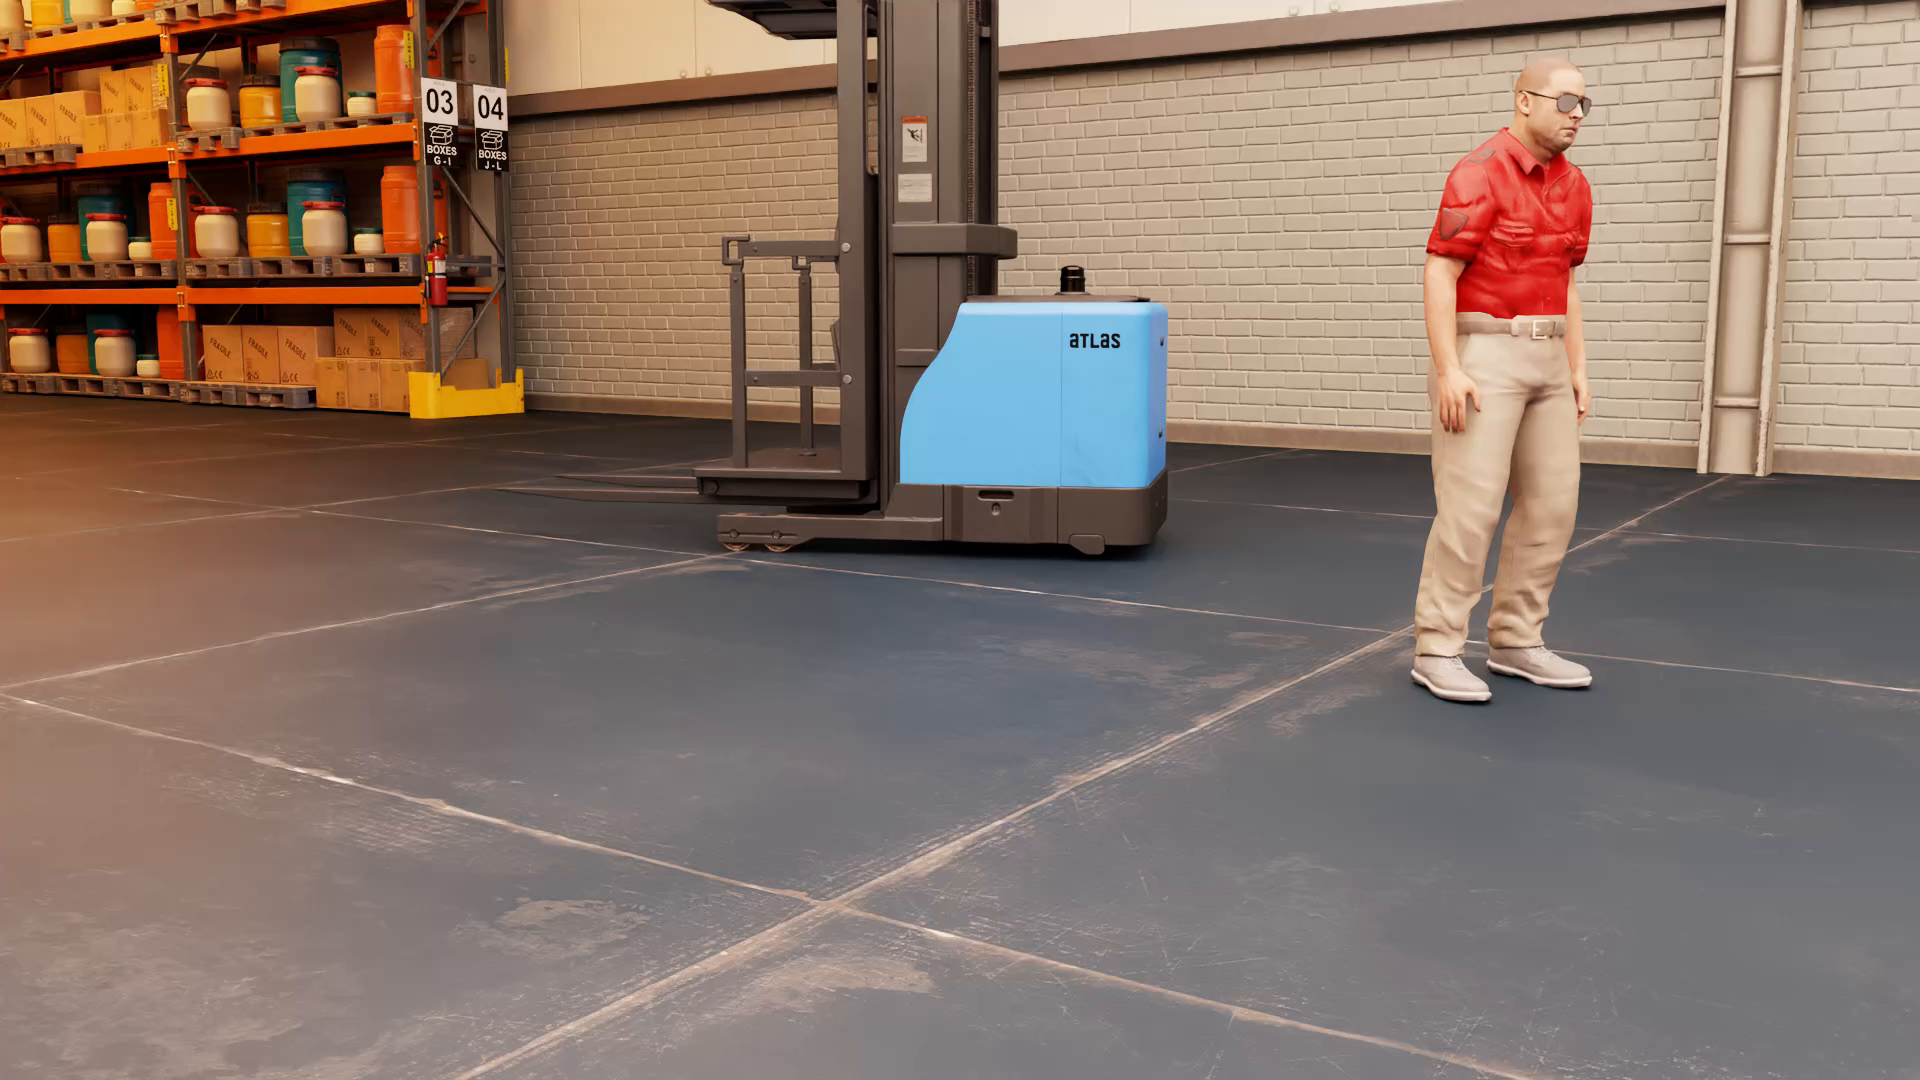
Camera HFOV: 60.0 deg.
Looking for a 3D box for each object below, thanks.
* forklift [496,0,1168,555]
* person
[{"bbox_3d":[-0.596,-1.469,7.520,3.031,2.935,1.130,2,8,12],"label":"forklift"},{"bbox_3d":[1.532,-0.449,4.623,0.600,1.726,0.399,-5,9,-29],"label":"person"}]
